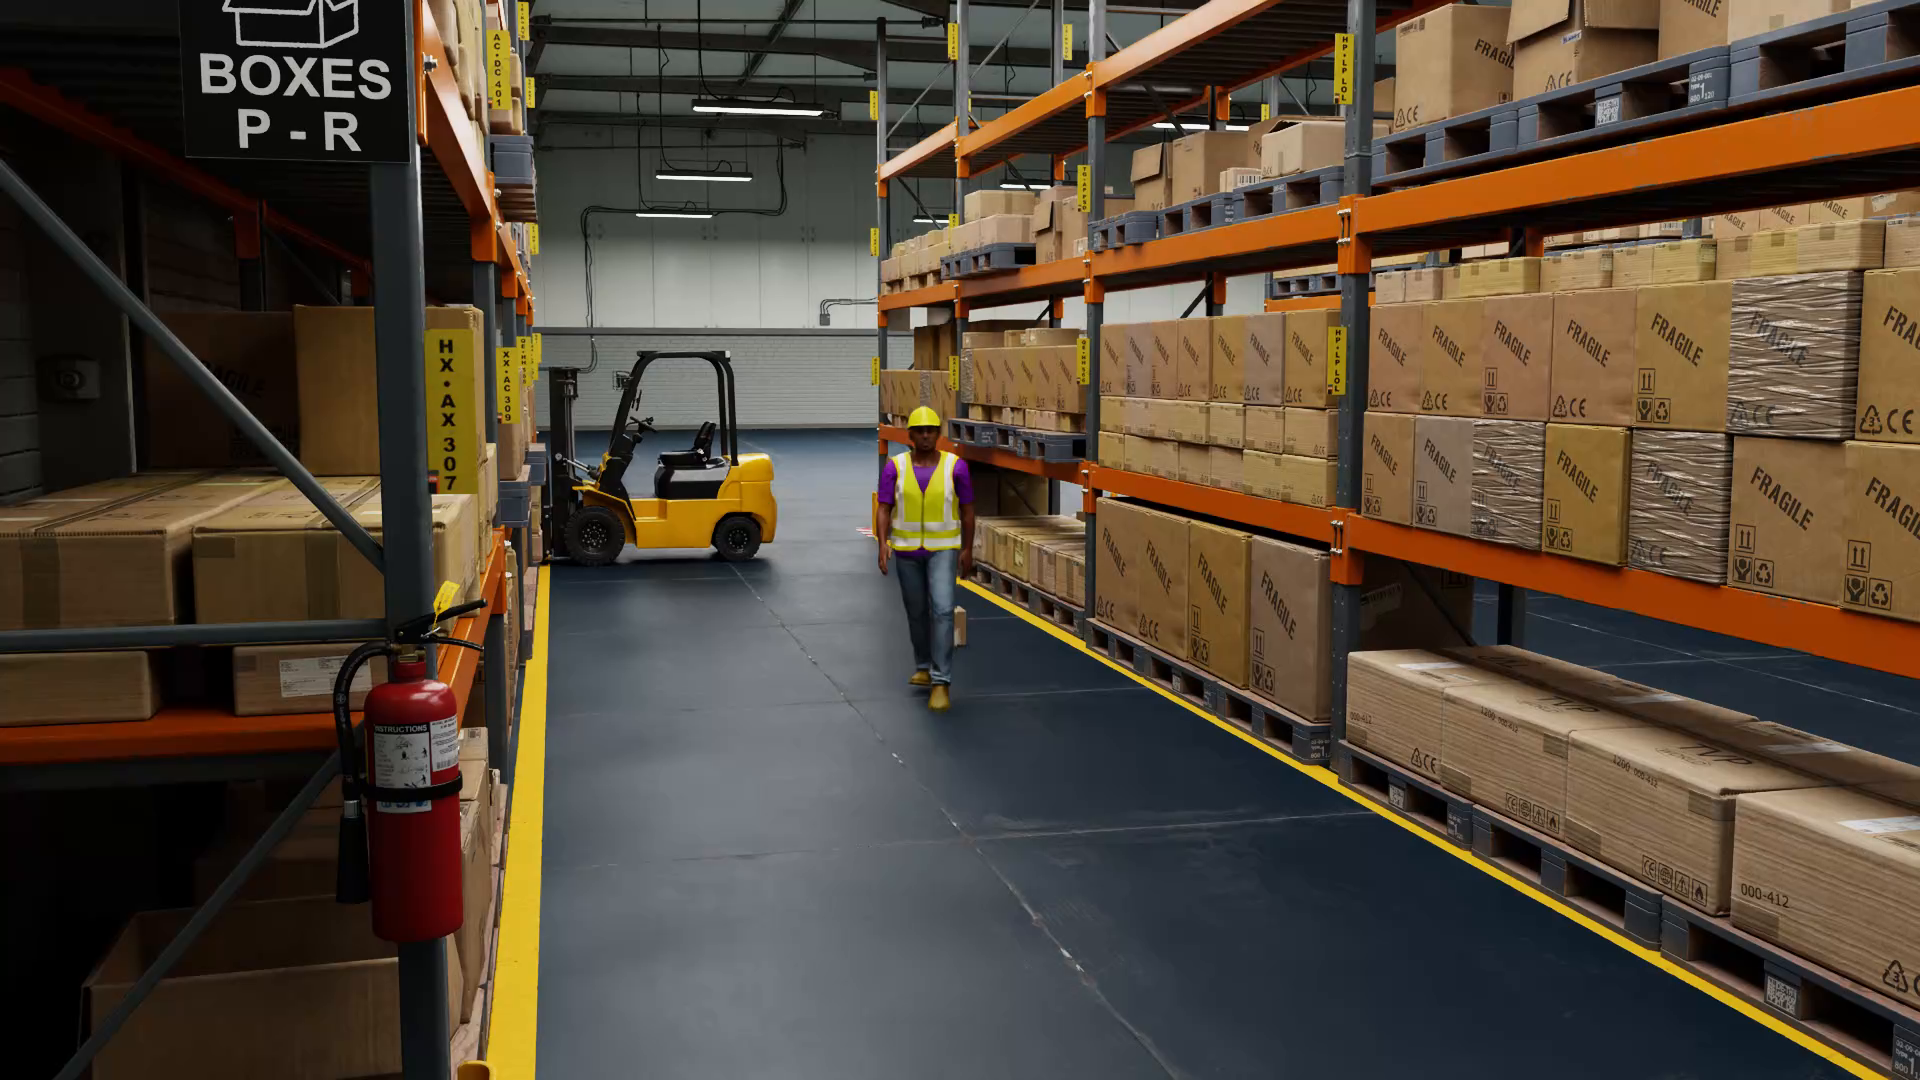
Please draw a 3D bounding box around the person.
[{"bbox_3d":[-0.221,0.086,10.010,0.584,1.772,0.856,1,6,7],"label":"person"}]
